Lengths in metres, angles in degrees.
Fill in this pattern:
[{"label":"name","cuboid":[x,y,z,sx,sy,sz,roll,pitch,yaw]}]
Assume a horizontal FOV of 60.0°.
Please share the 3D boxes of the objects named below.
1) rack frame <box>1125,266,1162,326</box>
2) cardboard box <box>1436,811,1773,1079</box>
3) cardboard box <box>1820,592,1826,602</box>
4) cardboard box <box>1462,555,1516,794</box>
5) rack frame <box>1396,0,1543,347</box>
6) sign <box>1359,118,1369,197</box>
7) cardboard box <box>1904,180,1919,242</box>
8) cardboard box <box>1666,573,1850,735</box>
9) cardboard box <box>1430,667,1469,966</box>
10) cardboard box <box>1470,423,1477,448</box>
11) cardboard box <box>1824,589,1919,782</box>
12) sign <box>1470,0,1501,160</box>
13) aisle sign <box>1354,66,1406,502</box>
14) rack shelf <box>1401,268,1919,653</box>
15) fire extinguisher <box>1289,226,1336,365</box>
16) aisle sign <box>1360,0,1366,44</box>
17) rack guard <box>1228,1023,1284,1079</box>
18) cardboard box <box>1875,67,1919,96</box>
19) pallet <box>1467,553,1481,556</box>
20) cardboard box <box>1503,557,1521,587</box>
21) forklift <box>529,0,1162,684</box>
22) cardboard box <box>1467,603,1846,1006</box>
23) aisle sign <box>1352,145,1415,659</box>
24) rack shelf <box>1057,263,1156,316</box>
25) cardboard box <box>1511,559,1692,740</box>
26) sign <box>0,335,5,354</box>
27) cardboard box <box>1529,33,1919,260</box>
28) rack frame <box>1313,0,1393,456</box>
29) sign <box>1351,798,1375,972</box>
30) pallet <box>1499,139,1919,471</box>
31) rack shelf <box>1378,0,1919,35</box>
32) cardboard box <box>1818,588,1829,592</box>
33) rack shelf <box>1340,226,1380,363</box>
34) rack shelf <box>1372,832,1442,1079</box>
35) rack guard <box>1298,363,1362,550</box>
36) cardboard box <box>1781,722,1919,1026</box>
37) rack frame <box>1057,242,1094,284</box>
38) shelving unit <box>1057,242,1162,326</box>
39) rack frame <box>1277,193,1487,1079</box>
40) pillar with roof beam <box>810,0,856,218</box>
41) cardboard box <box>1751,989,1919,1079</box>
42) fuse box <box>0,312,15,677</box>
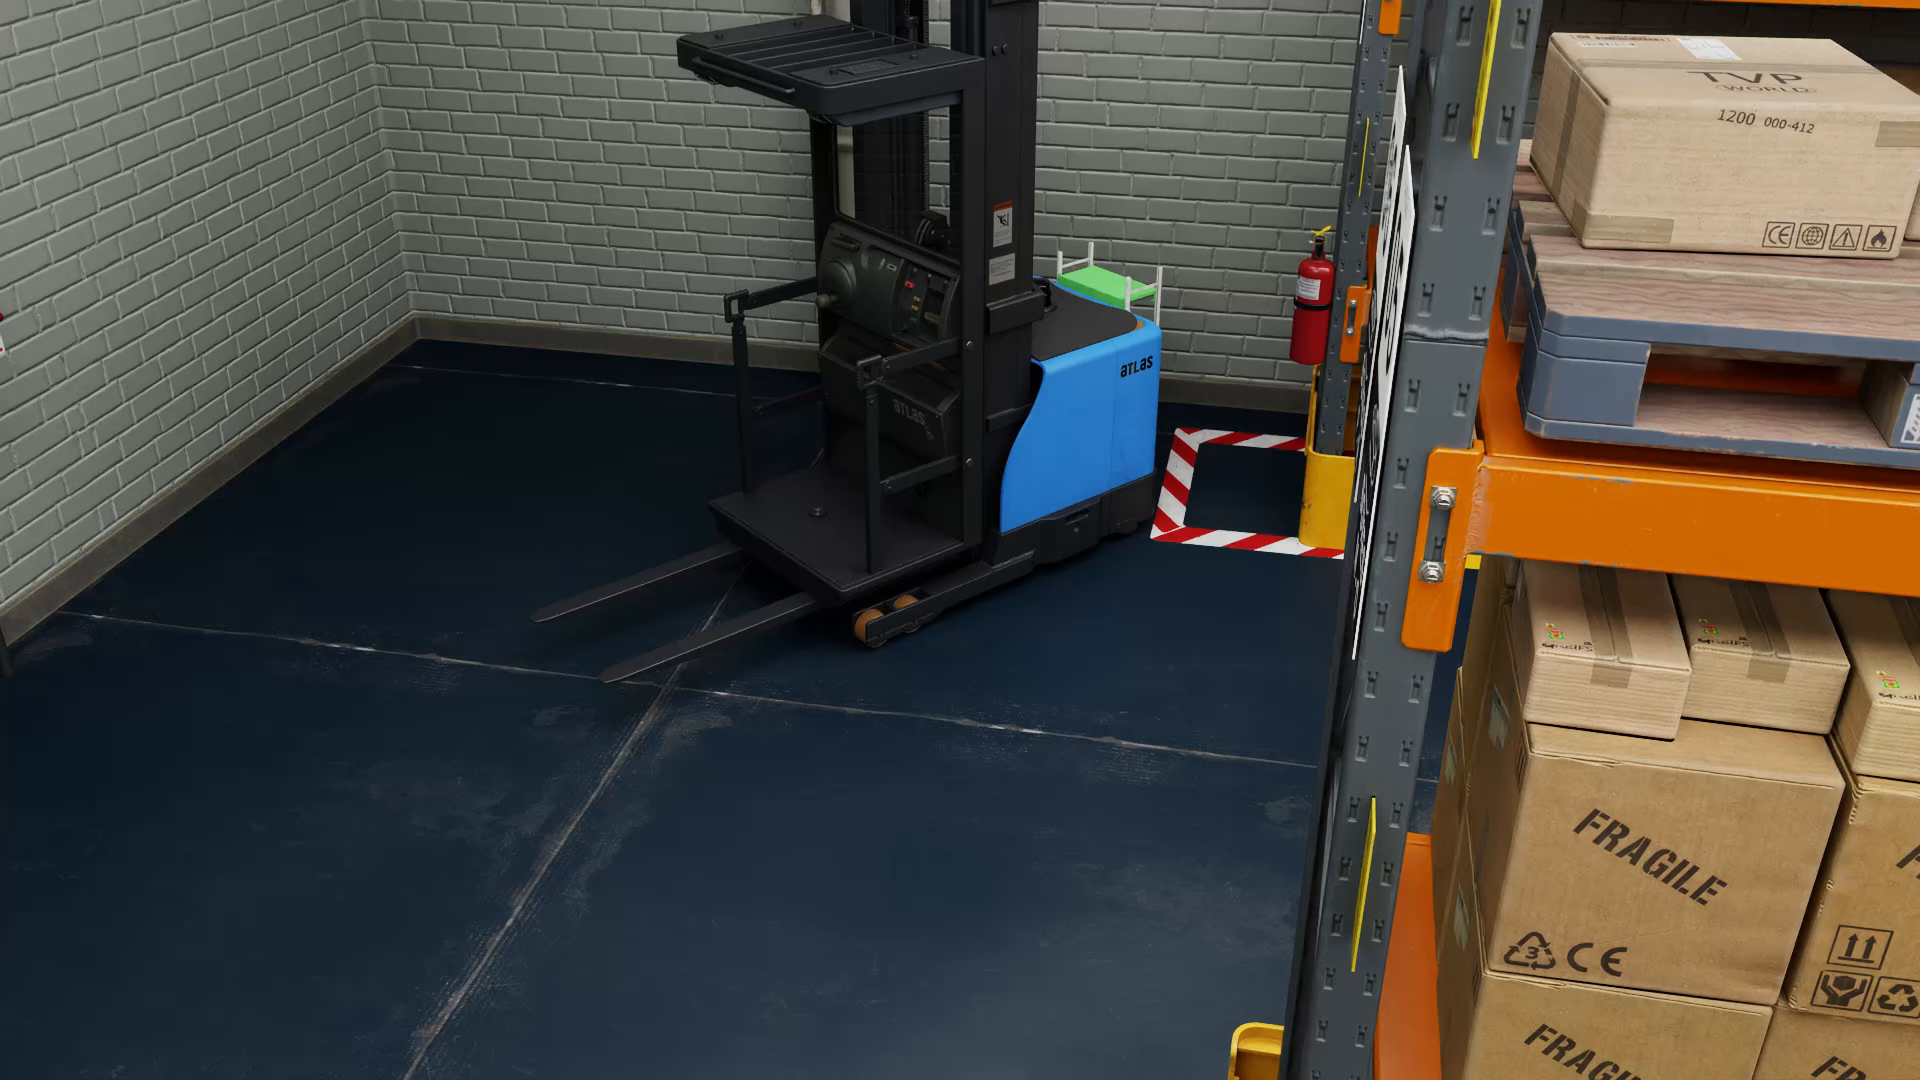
[{"label":"rack frame","cuboid":[0.904,-0.787,8.438,0.240,1.200,0.015,-22,36,-34]},{"label":"cardboard box","cuboid":[1.259,0.918,3.346,0.500,0.500,0.500,6,29,10]},{"label":"cardboard box","cuboid":[1.888,0.272,3.485,0.500,0.500,0.500,6,29,11]},{"label":"cardboard box","cuboid":[1.371,0.233,3.556,0.500,0.500,0.500,7,29,12]},{"label":"rack frame","cuboid":[0.850,-1.853,2.263,0.127,3.000,1.000,6,29,11]},{"label":"sign","cuboid":[1.769,-1.678,7.289,0.005,0.325,0.100,6,29,11]},{"label":"cardboard box","cuboid":[1.735,-0.647,2.906,0.250,0.149,0.380,4,29,7]},{"label":"cardboard box","cuboid":[1.410,0.170,2.995,0.250,0.149,0.380,7,29,12]},{"label":"cardboard box","cuboid":[1.377,0.659,3.819,0.500,0.500,0.500,6,29,11]},{"label":"cardboard box","cuboid":[2.461,-0.536,8.268,0.637,0.503,0.797,5,29,9]},{"label":"cardboard box","cuboid":[1.640,0.250,2.849,0.250,0.149,0.380,7,29,12]},{"label":"sign","cuboid":[0.728,-0.695,2.280,0.005,0.325,0.100,6,29,11]},{"label":"aisle sign","cuboid":[0.844,-0.514,3.359,0.004,0.787,0.394,6,29,11]},{"label":"rack shelf","cuboid":[2.806,-0.021,2.790,4.000,0.370,1.077,6,29,11]},{"label":"fire extinguisher","cuboid":[1.642,-1.153,7.701,0.183,0.674,0.296,6,29,11]},{"label":"aisle sign","cuboid":[1.755,-2.562,7.099,0.004,0.787,0.394,6,29,11]},{"label":"rack guard","cuboid":[0.826,1.873,4.309,0.348,0.500,1.175,6,29,11]},{"label":"cardboard box","cuboid":[4.394,-1.819,7.515,0.500,0.500,0.500,5,29,9]},{"label":"pallet","cuboid":[2.737,-0.242,8.473,1.213,0.211,1.003,6,29,11]},{"label":"cardboard box","cuboid":[1.242,-0.046,3.390,0.250,0.149,0.380,6,29,11]},{"label":"forklift","cuboid":[-0.483,-1.095,7.198,3.031,2.935,1.130,-22,35,-34]},{"label":"cardboard box","cuboid":[1.260,0.478,3.107,0.500,0.500,0.500,5,29,9]},{"label":"aisle sign","cuboid":[0.719,-0.233,2.844,0.004,0.787,0.394,6,29,11]},{"label":"rack shelf","cuboid":[0.747,-1.242,8.402,0.258,0.148,0.480,-22,36,-34]},{"label":"cardboard box","cuboid":[1.139,0.177,2.981,0.250,0.149,0.380,6,29,12]},{"label":"sign","cuboid":[-4.188,-0.959,6.976,0.001,0.494,0.329,6,29,11]},{"label":"cardboard box","cuboid":[1.309,-0.696,2.890,0.500,0.250,0.500,3,29,6]},{"label":"rack frame","cuboid":[1.883,-1.553,7.962,0.127,3.000,1.000,6,29,11]},{"label":"sign","cuboid":[0.728,0.624,3.002,0.005,0.325,0.100,6,29,11]},{"label":"pallet","cuboid":[1.577,-0.429,2.878,1.213,0.211,1.003,6,29,11]},{"label":"rack shelf","cuboid":[3.838,-2.352,7.049,4.000,0.370,1.077,6,29,11]},{"label":"cardboard box","cuboid":[1.766,-0.046,3.389,0.250,0.149,0.380,6,29,10]},{"label":"rack shelf","cuboid":[3.838,-1.037,7.769,4.000,0.370,1.077,6,29,11]},{"label":"rack shelf","cuboid":[2.806,1.295,3.510,4.000,0.370,1.077,6,29,11]},{"label":"rack guard","cuboid":[1.957,-0.449,8.549,0.348,0.500,1.175,6,29,11]},{"label":"cardboard box","cuboid":[1.766,0.527,3.019,0.500,0.500,0.500,5,29,9]},{"label":"rack frame","cuboid":[0.590,-0.967,8.766,0.240,1.200,0.015,-22,36,-34]},{"label":"shelving unit","cuboid":[0.747,-0.877,8.602,0.258,1.200,0.503,-22,36,-34]},{"label":"rack frame","cuboid":[0.850,0.779,3.704,0.127,3.000,1.000,6,29,11]},{"label":"pillar with roof beam","cuboid":[-1.465,-2.856,4.096,0.400,9.000,9.100,6,29,11]},{"label":"cardboard box","cuboid":[1.760,0.956,3.277,0.500,0.500,0.500,5,29,10]},{"label":"fuse box","cuboid":[-4.088,-0.182,6.801,0.414,1.711,0.539,6,29,11]}]
